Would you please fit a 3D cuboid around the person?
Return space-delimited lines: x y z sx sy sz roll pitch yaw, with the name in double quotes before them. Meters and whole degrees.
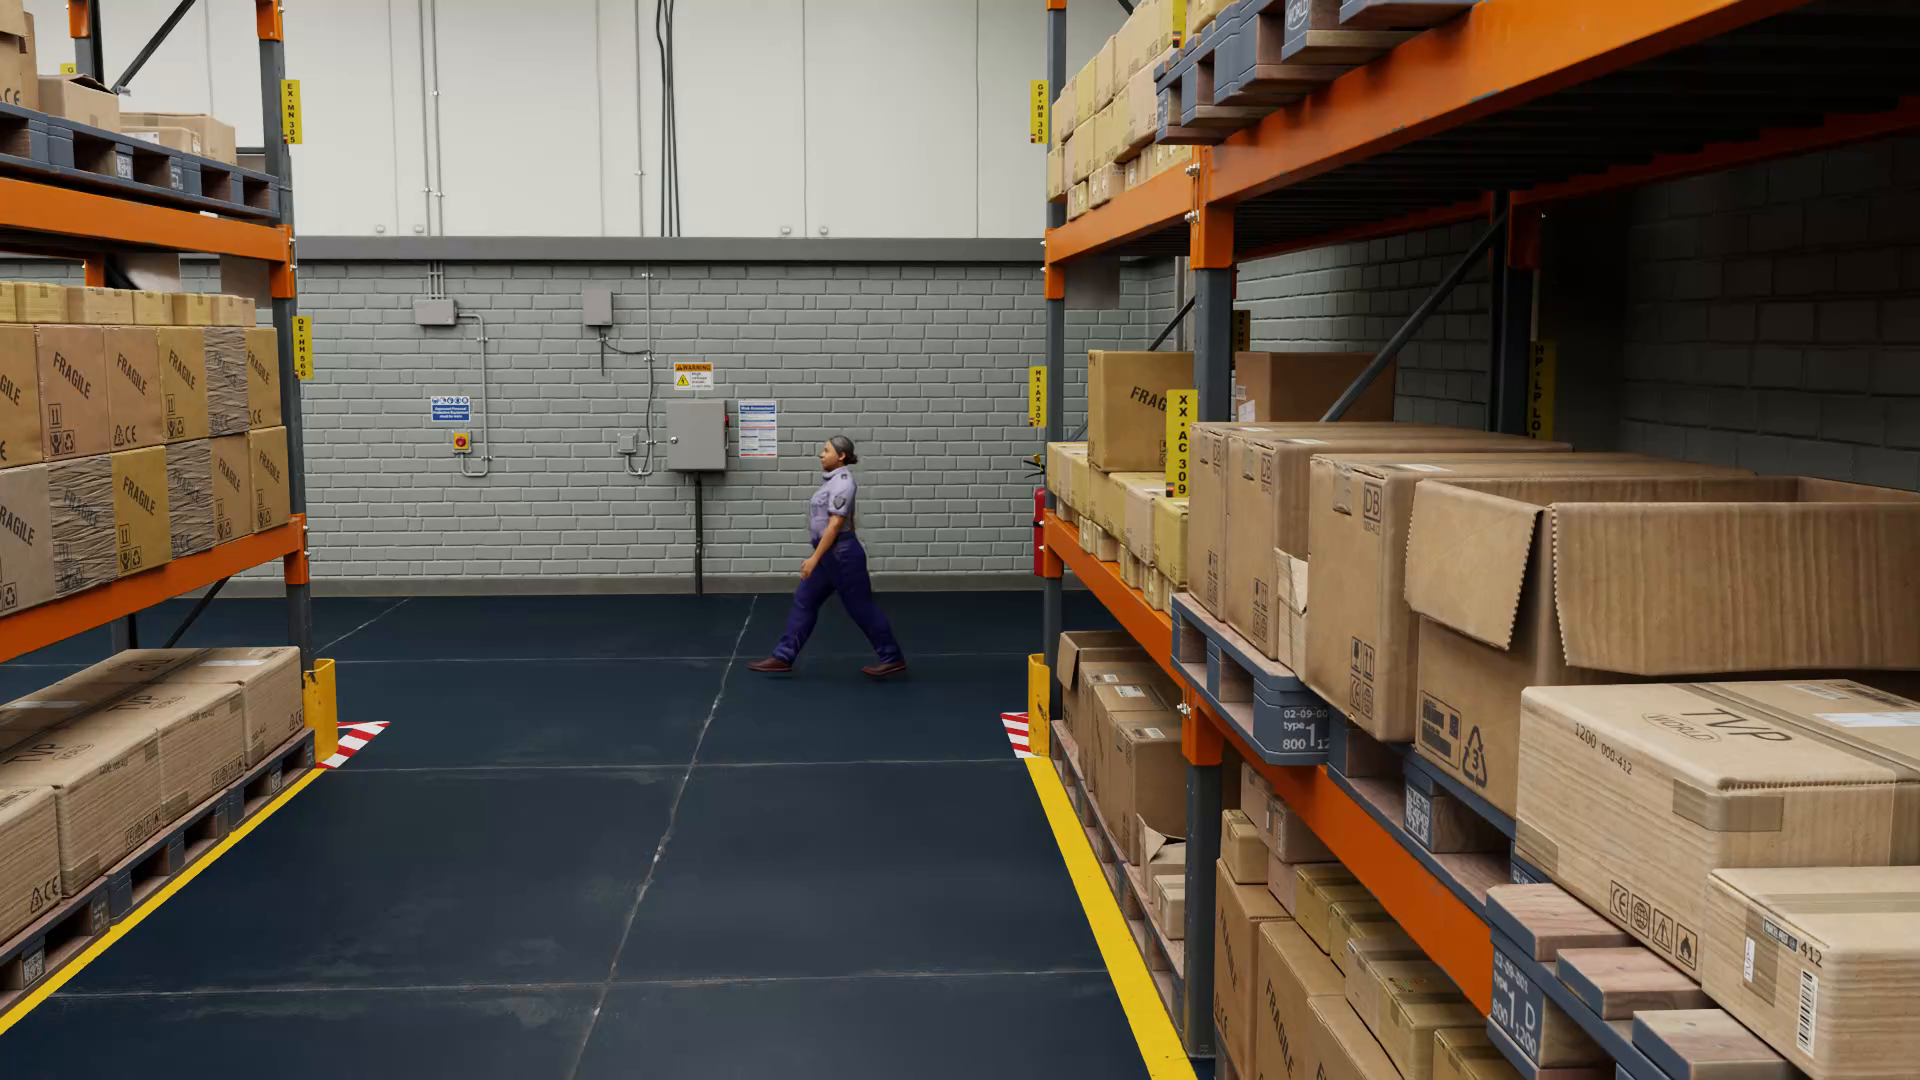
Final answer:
"person" -0.877 0.110 10.877 1.013 1.565 0.511 -2 7 -14
